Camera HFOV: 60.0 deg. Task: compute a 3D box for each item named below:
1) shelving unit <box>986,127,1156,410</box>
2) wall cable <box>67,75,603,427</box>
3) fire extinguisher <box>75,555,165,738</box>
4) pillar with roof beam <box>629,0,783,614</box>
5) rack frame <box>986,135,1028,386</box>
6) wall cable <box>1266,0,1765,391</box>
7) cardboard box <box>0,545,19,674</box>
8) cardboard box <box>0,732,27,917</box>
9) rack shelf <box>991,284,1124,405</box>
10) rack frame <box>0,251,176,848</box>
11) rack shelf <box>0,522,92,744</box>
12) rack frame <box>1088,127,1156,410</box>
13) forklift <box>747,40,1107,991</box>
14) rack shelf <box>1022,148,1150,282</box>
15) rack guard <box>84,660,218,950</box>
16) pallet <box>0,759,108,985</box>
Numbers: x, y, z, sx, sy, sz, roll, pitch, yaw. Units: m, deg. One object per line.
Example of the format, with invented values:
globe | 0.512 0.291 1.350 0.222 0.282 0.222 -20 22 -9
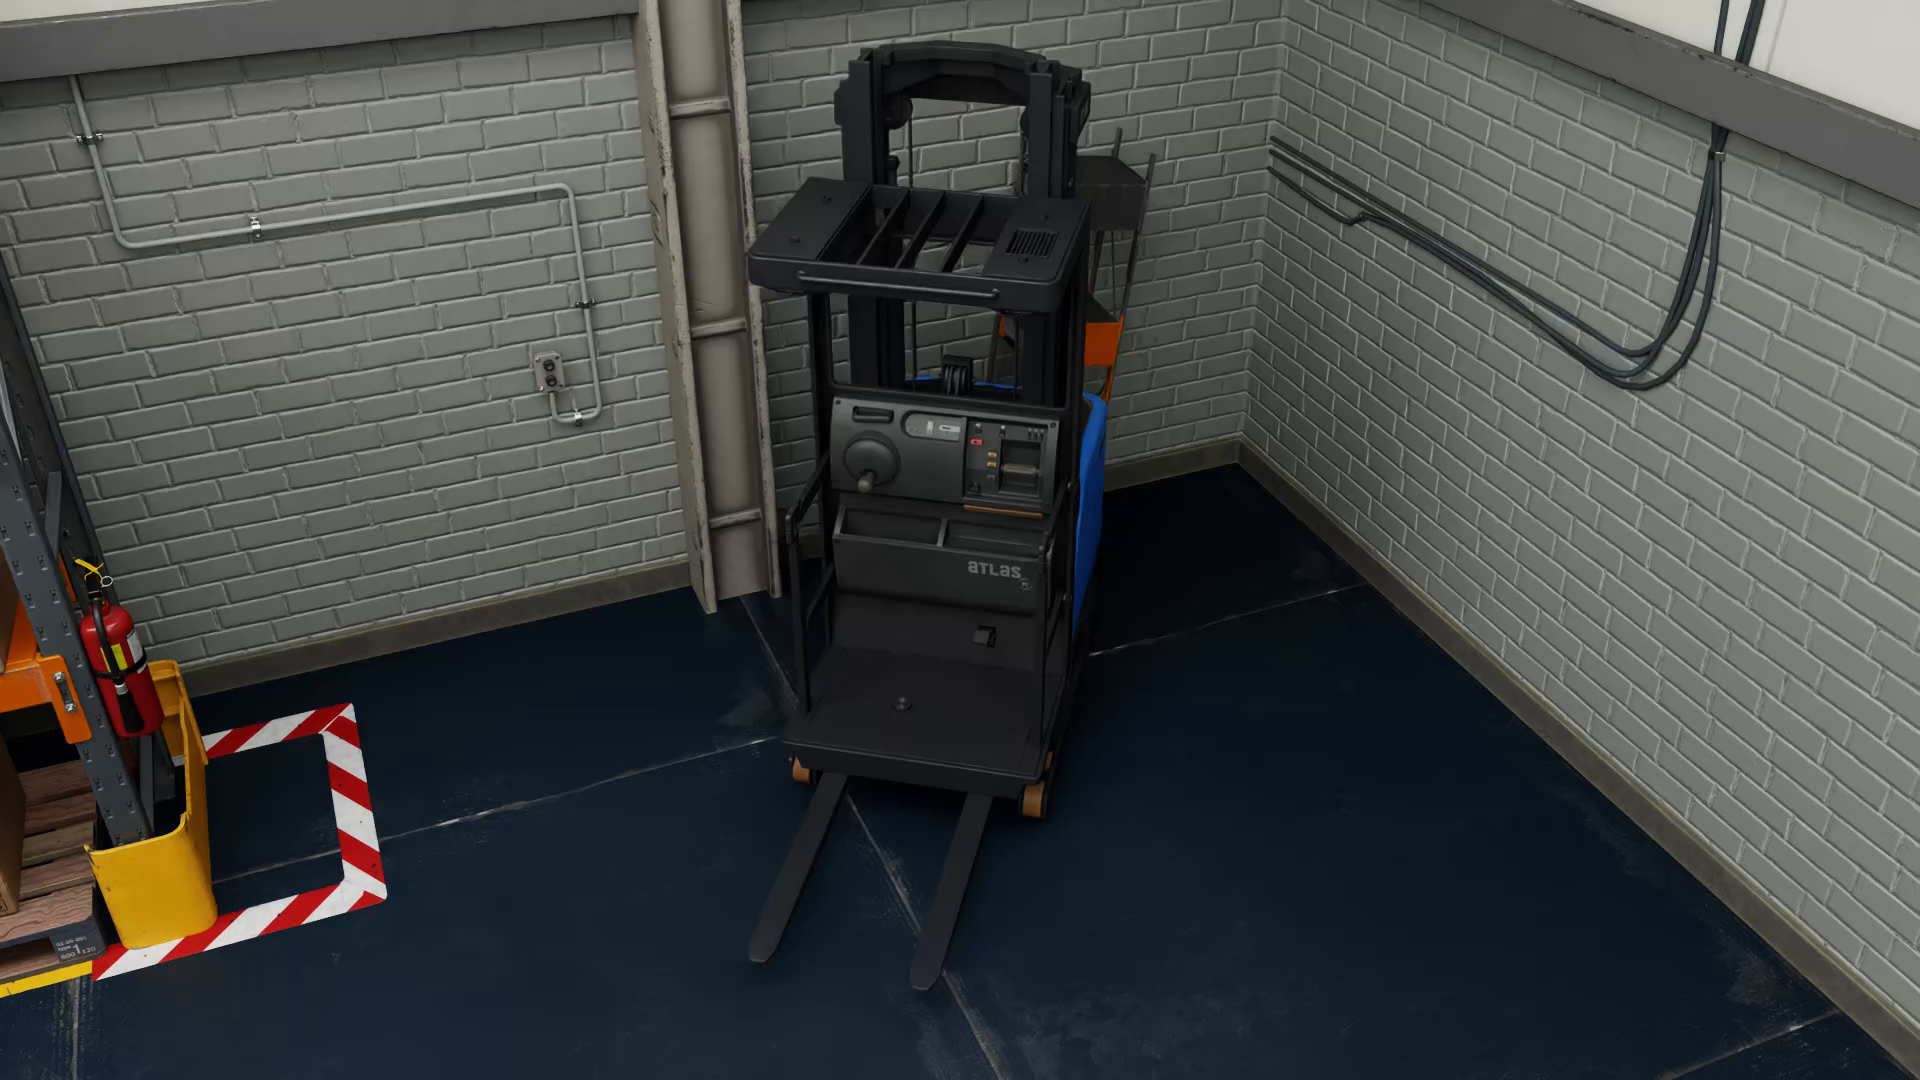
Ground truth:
shelving unit | 0.467 -0.956 8.239 0.503 2.100 0.431 -4 33 -21
wall cable | -2.466 -1.179 6.880 1.851 1.984 0.084 -13 35 -19
fire extinguisher | -2.963 0.382 5.825 0.183 0.674 0.296 -13 35 -19
pillar with roof beam | 0.541 -1.362 2.592 0.400 9.000 9.100 -13 35 -19
rack frame | 0.240 -0.938 8.151 0.015 2.100 0.400 -4 33 -21
wall cable | 2.073 -2.234 6.780 0.112 2.526 3.097 -13 35 -19
cardboard box | -3.747 -0.020 5.755 0.700 0.700 0.980 -11 35 -17
cardboard box | -3.887 1.063 6.273 0.500 0.500 0.700 -13 35 -19
rack shelf | 0.466 -0.944 8.246 0.480 0.518 0.431 -4 33 -21
rack frame | -3.281 -0.007 6.010 0.127 3.000 1.000 -13 35 -19
rack shelf | -5.125 0.717 5.557 4.000 0.370 1.077 -13 35 -19
rack frame | 0.694 -0.973 8.327 0.015 2.100 0.400 -4 33 -21
forklift | -0.111 -0.291 6.510 1.130 2.935 3.031 7 34 10
rack shelf | 0.555 -1.543 7.895 0.480 0.518 0.431 -4 33 -21
rack guard | -3.258 1.036 6.700 0.348 0.500 1.175 -13 35 -19
pallet | -3.988 1.370 6.451 1.213 0.211 1.003 -13 35 -19
